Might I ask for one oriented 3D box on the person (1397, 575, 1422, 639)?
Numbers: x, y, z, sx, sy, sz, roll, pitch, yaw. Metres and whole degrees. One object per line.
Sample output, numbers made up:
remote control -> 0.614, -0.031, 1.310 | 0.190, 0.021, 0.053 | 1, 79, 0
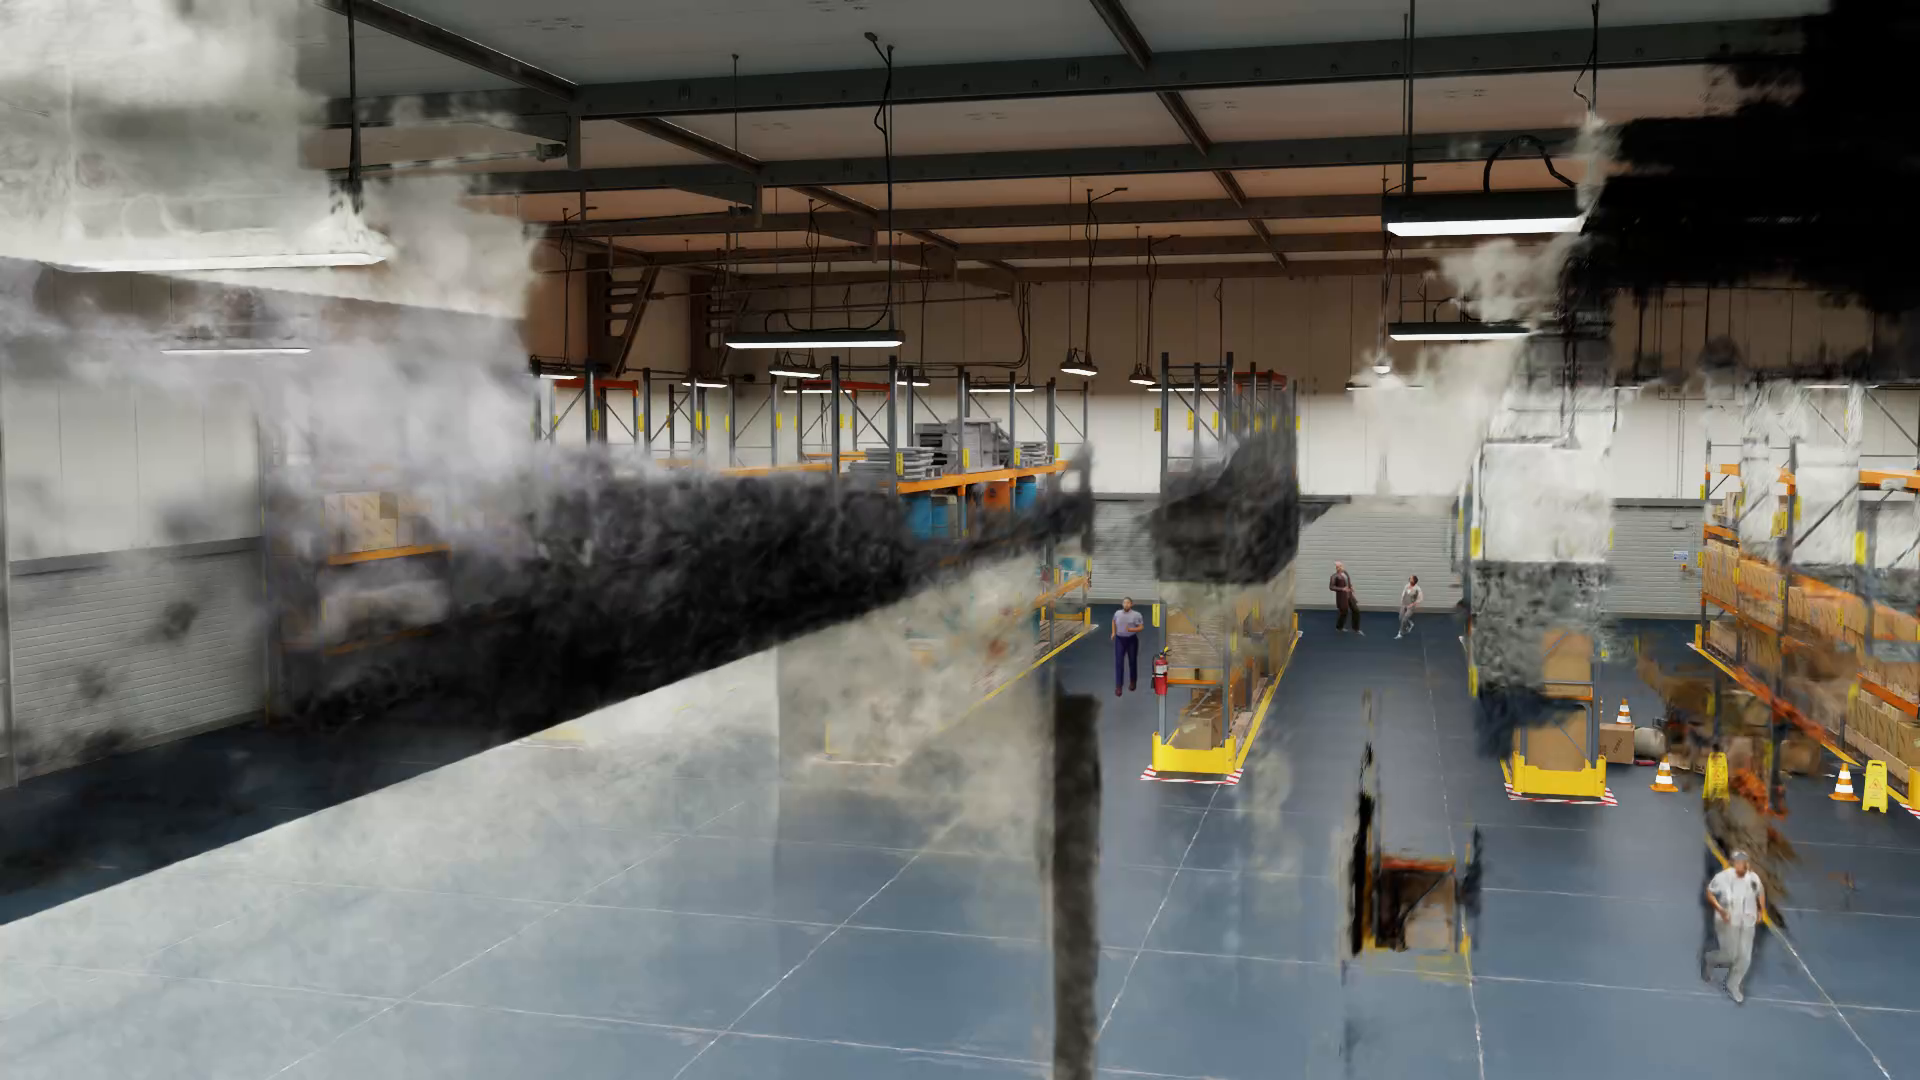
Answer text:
person -> 10.392, 1.549, 38.371 | 0.550, 1.509, 0.595 | -4, 6, -44

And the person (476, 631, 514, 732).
person -> -7.603, 2.295, 27.164 | 0.631, 1.645, 0.582 | 0, 4, 0

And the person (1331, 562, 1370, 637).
person -> 9.072, 1.384, 39.104 | 0.788, 1.763, 0.876 | -2, 5, -30

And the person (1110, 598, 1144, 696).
person -> 2.885, 1.866, 28.935 | 0.621, 1.687, 0.847 | 1, 4, 16
